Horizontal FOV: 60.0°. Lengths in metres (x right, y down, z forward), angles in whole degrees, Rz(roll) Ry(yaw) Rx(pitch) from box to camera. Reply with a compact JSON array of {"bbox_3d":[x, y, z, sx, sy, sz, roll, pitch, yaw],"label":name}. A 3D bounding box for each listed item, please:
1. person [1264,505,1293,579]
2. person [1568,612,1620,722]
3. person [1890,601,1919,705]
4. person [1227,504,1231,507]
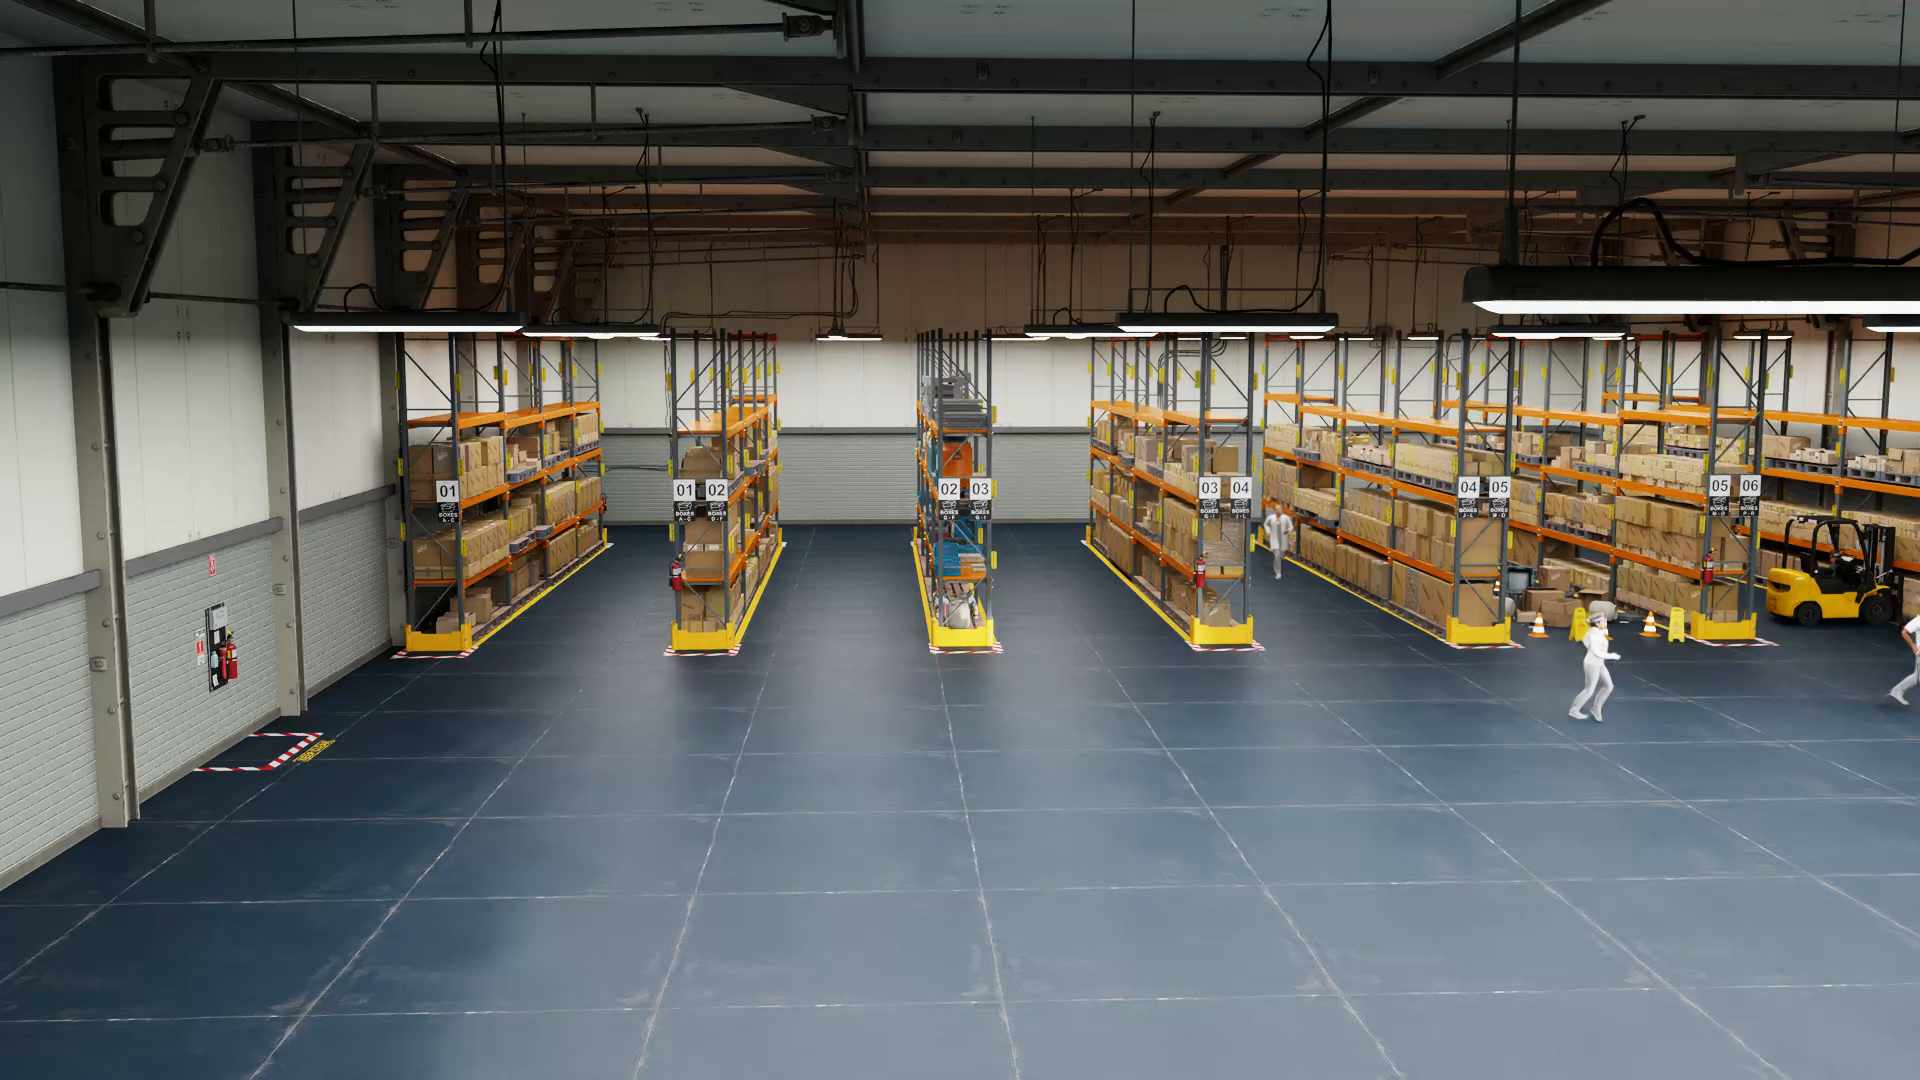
[{"bbox_3d":[7.847,0.068,40.962,0.699,1.702,0.928,0,7,3],"label":"person"},{"bbox_3d":[9.639,1.942,25.212,0.705,1.740,0.628,4,8,29],"label":"person"},{"bbox_3d":[14.996,1.781,25.818,0.959,1.772,0.693,6,9,41],"label":"person"},{"bbox_3d":[7.545,-0.455,45.696,0.567,1.639,0.647,0,7,3],"label":"person"}]
